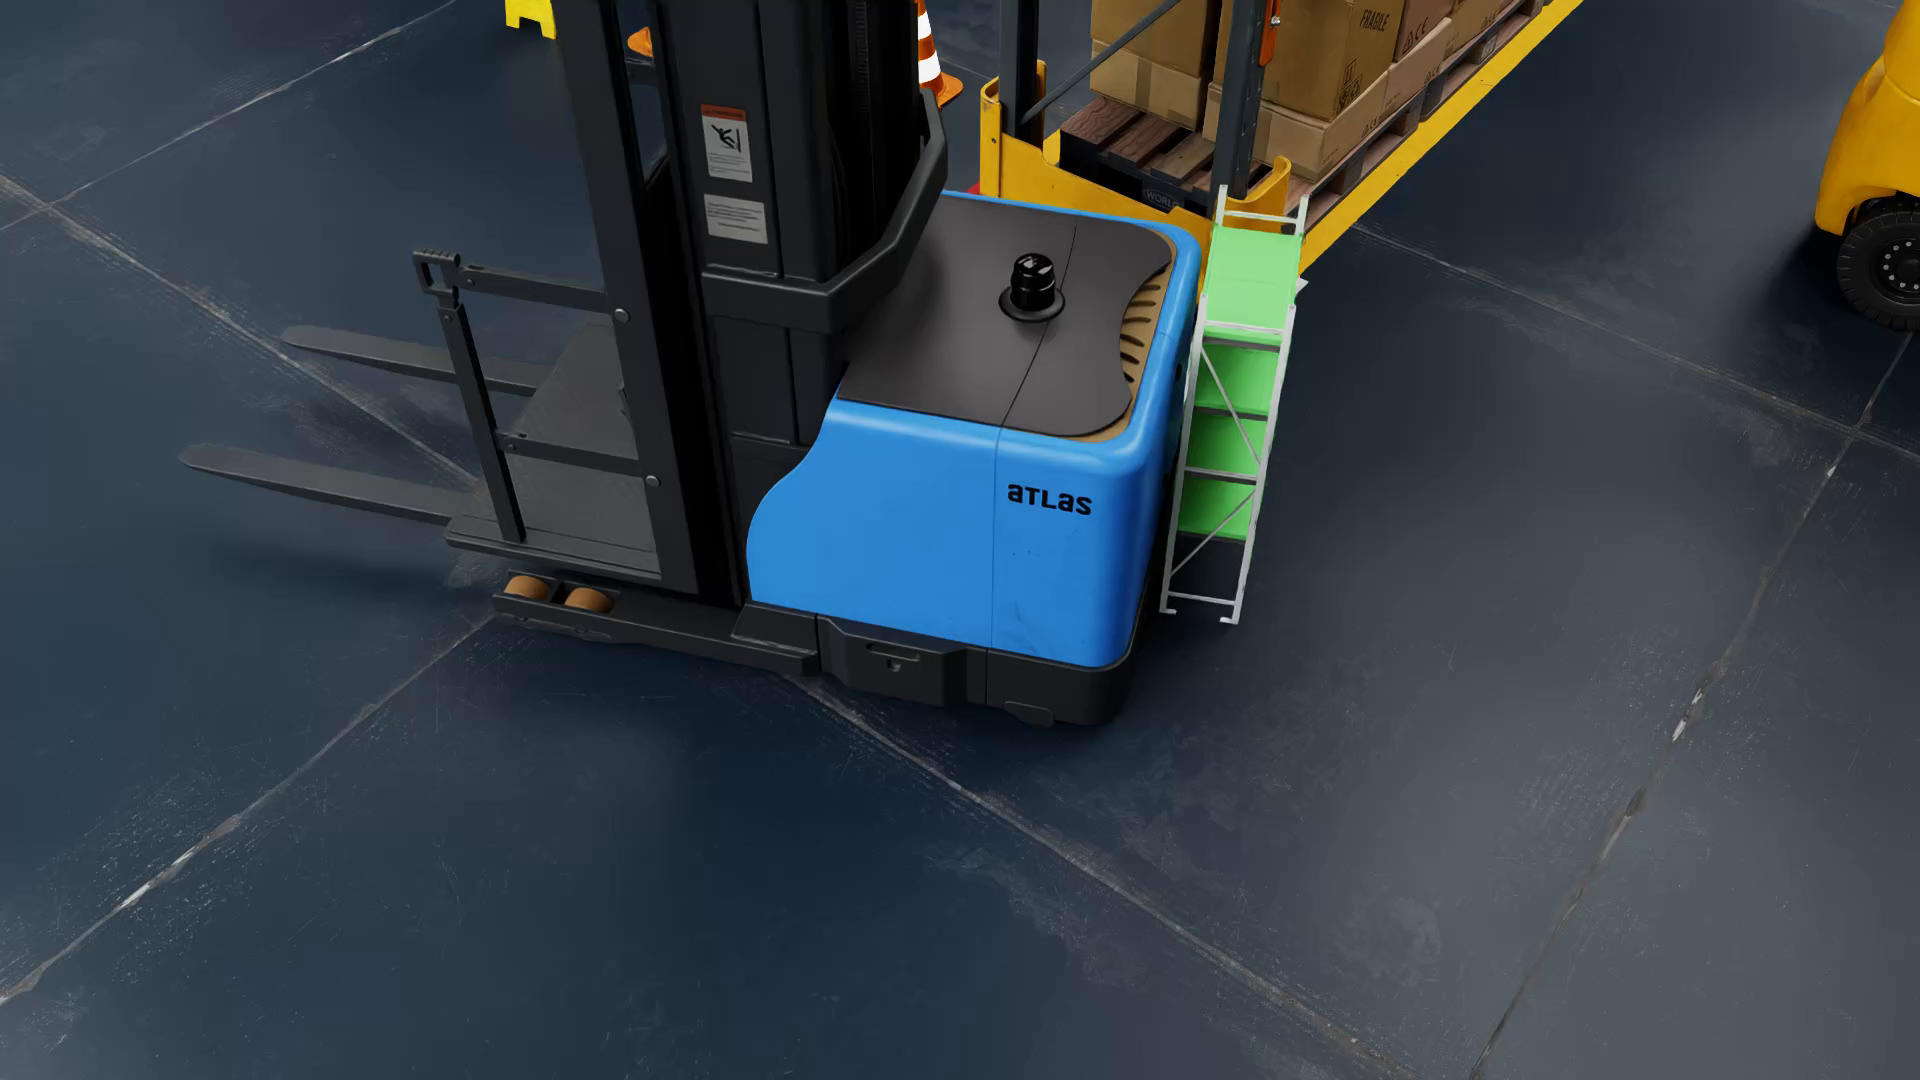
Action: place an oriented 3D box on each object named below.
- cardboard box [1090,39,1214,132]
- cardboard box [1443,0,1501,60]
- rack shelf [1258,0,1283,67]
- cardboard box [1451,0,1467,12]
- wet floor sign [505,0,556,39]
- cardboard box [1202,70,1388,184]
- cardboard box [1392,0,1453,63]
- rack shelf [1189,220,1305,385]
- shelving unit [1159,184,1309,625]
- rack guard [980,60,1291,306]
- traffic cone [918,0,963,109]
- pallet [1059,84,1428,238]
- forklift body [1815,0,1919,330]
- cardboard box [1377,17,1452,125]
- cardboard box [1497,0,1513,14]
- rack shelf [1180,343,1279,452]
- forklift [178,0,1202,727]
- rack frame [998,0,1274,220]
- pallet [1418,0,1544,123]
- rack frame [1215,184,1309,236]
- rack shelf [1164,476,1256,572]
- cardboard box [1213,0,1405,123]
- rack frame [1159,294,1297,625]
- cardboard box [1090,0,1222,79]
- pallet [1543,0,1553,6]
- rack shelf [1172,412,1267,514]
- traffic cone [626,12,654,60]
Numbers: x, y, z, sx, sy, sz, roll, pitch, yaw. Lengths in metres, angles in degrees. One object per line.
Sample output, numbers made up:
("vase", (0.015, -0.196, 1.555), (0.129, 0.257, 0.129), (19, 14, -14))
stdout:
("cardboard box", (0.867, -1.923, 6.623), (0.500, 0.250, 0.500), (29, 53, 25))
("cardboard box", (1.924, -2.273, 6.958), (0.500, 0.250, 0.500), (33, 54, 27))
("rack shelf", (1.793, -3.028, 6.566), (1.077, 0.370, 4.000), (29, 53, 25))
("cardboard box", (1.926, -2.524, 6.679), (0.500, 0.500, 0.500), (30, 53, 26))
("wet floor sign", (-1.859, -2.558, 7.247), (0.267, 0.644, 0.232), (21, 50, 19))
("cardboard box", (1.283, -1.667, 6.379), (0.500, 0.250, 0.500), (29, 53, 25))
("cardboard box", (1.613, -2.241, 6.409), (0.500, 0.500, 0.500), (27, 52, 24))
("rack shelf", (0.771, -0.643, 4.459), (0.258, 0.148, 0.480), (9, 47, 8))
("shelving unit", (0.771, -0.355, 4.760), (0.258, 1.200, 0.503), (9, 47, 8))
("rack guard", (0.617, -1.312, 6.158), (1.175, 0.500, 0.348), (29, 53, 25))
("traffic cone", (-0.187, -2.072, 6.909), (0.336, 0.463, 0.334), (29, 53, 25))
("pallet", (1.142, -1.662, 6.691), (1.003, 0.211, 1.213), (29, 53, 25))
("forklift body", (4.216, -1.538, 5.232), (2.313, 2.155, 1.214), (29, 53, 25))
("cardboard box", (1.601, -1.955, 6.655), (0.500, 0.250, 0.500), (31, 54, 26))
("cardboard box", (2.235, -2.561, 7.233), (0.500, 0.250, 0.500), (30, 53, 26))
("rack shelf", (0.771, -0.477, 4.632), (0.258, 0.148, 0.480), (9, 47, 8))
("forklift", (-0.893, -1.069, 4.244), (3.031, 2.935, 1.130), (11, 47, 10))
("rack frame", (0.571, -2.132, 5.212), (1.000, 3.000, 0.127), (29, 53, 25))
("pallet", (1.888, -2.357, 7.355), (1.003, 0.211, 1.213), (29, 53, 25))
("rack frame", (0.822, -0.528, 4.924), (0.240, 1.200, 0.015), (9, 47, 8))
("rack shelf", (0.771, -0.145, 4.979), (0.258, 0.148, 0.480), (9, 47, 8))
("cardboard box", (1.297, -1.940, 6.121), (0.500, 0.500, 0.500), (28, 52, 24))
("rack frame", (0.721, -0.183, 4.595), (0.240, 1.200, 0.015), (9, 47, 8))
("cardboard box", (0.854, -2.160, 6.332), (0.500, 0.500, 0.500), (30, 53, 25))
("pallet", (2.634, -3.058, 8.025), (1.003, 0.211, 1.213), (29, 53, 25))
("rack shelf", (0.771, -0.311, 4.806), (0.258, 0.148, 0.480), (9, 47, 8))
("traffic cone", (-1.274, -2.368, 7.192), (0.336, 0.463, 0.334), (29, 53, 25))
